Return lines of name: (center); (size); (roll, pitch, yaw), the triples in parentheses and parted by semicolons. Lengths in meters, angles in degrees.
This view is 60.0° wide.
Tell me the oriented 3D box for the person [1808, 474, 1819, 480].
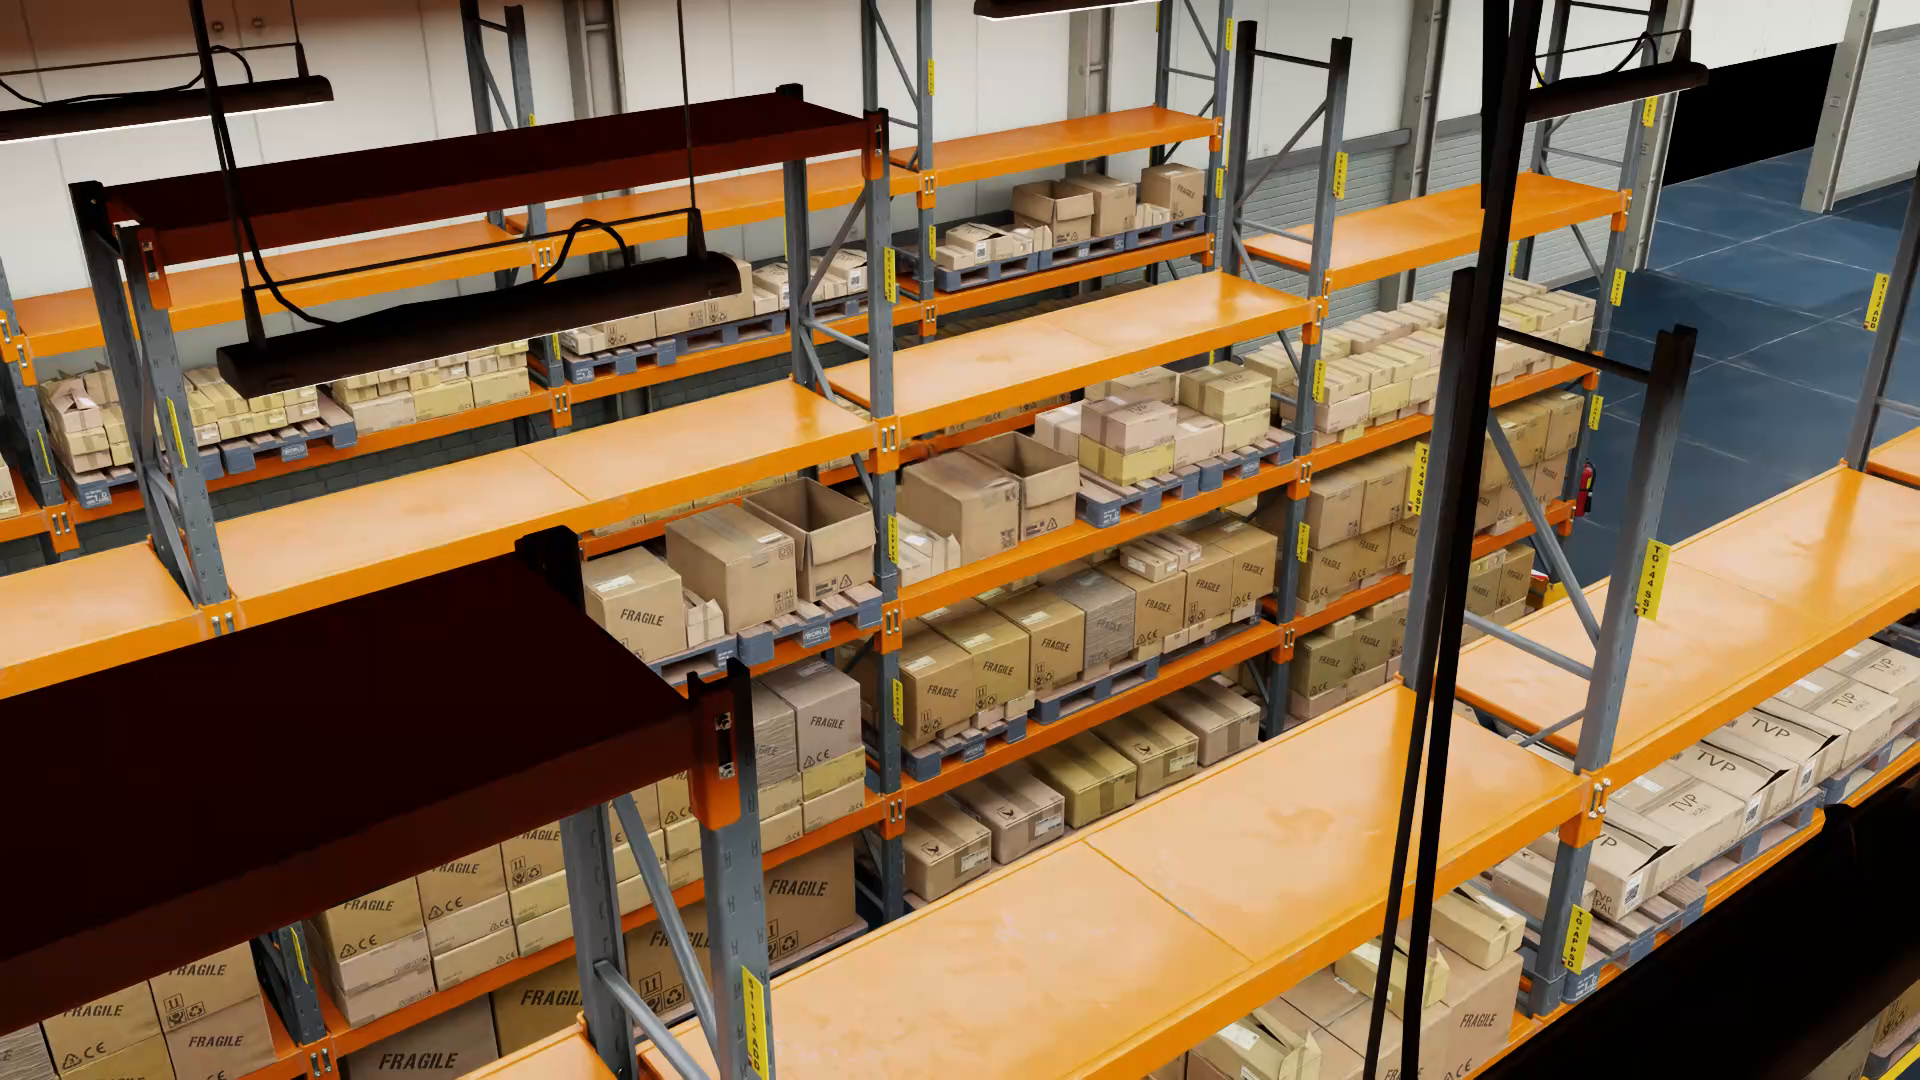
person: (8.050, 0.086, 16.075); (0.523, 1.632, 0.762); (-11, 28, -21)
